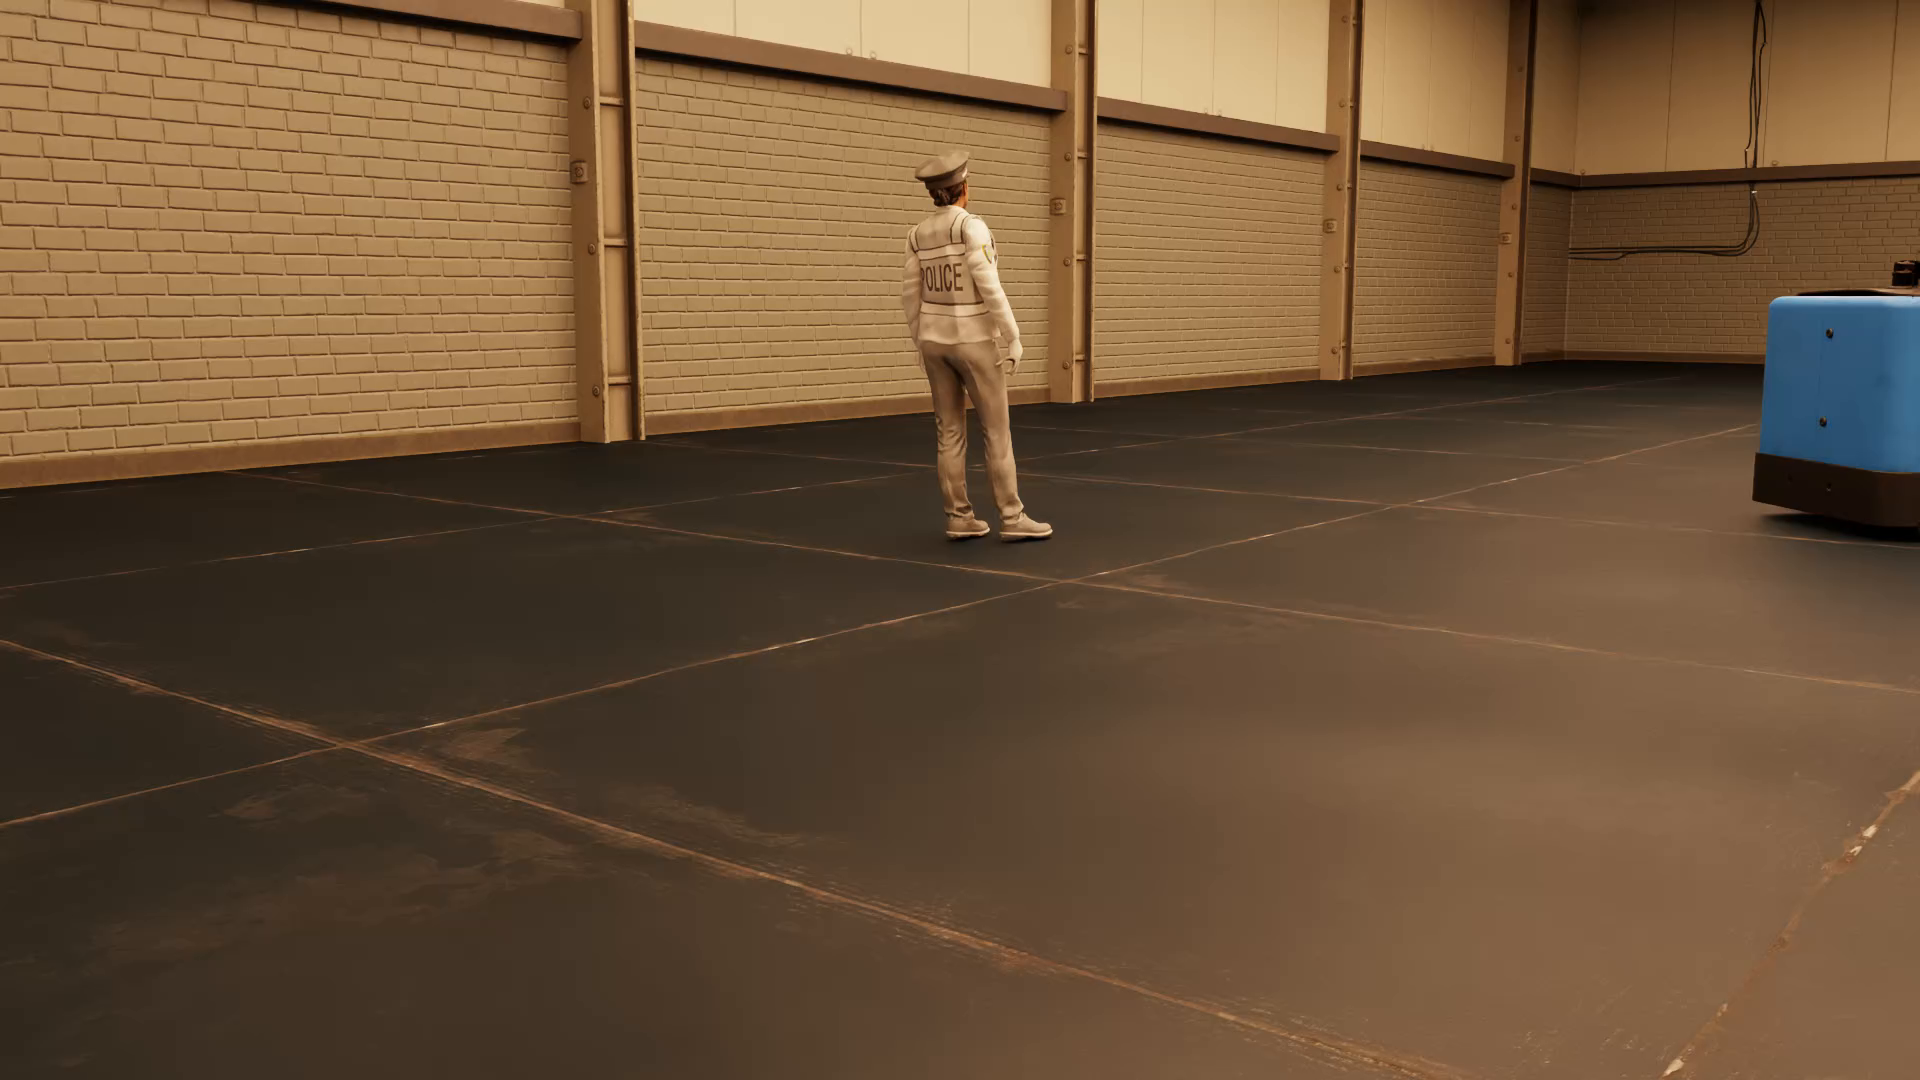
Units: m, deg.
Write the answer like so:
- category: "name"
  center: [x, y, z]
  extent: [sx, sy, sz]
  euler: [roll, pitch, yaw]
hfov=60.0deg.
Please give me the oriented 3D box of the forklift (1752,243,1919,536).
- category: "forklift"
  center: [5.476, -1.532, 7.752]
  extent: [3.031, 2.935, 1.130]
  euler: [-1, 8, -6]

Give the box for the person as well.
- category: "person"
  center: [0.048, -0.853, 7.330]
  extent: [0.588, 1.695, 0.531]
  euler: [7, 11, 38]
